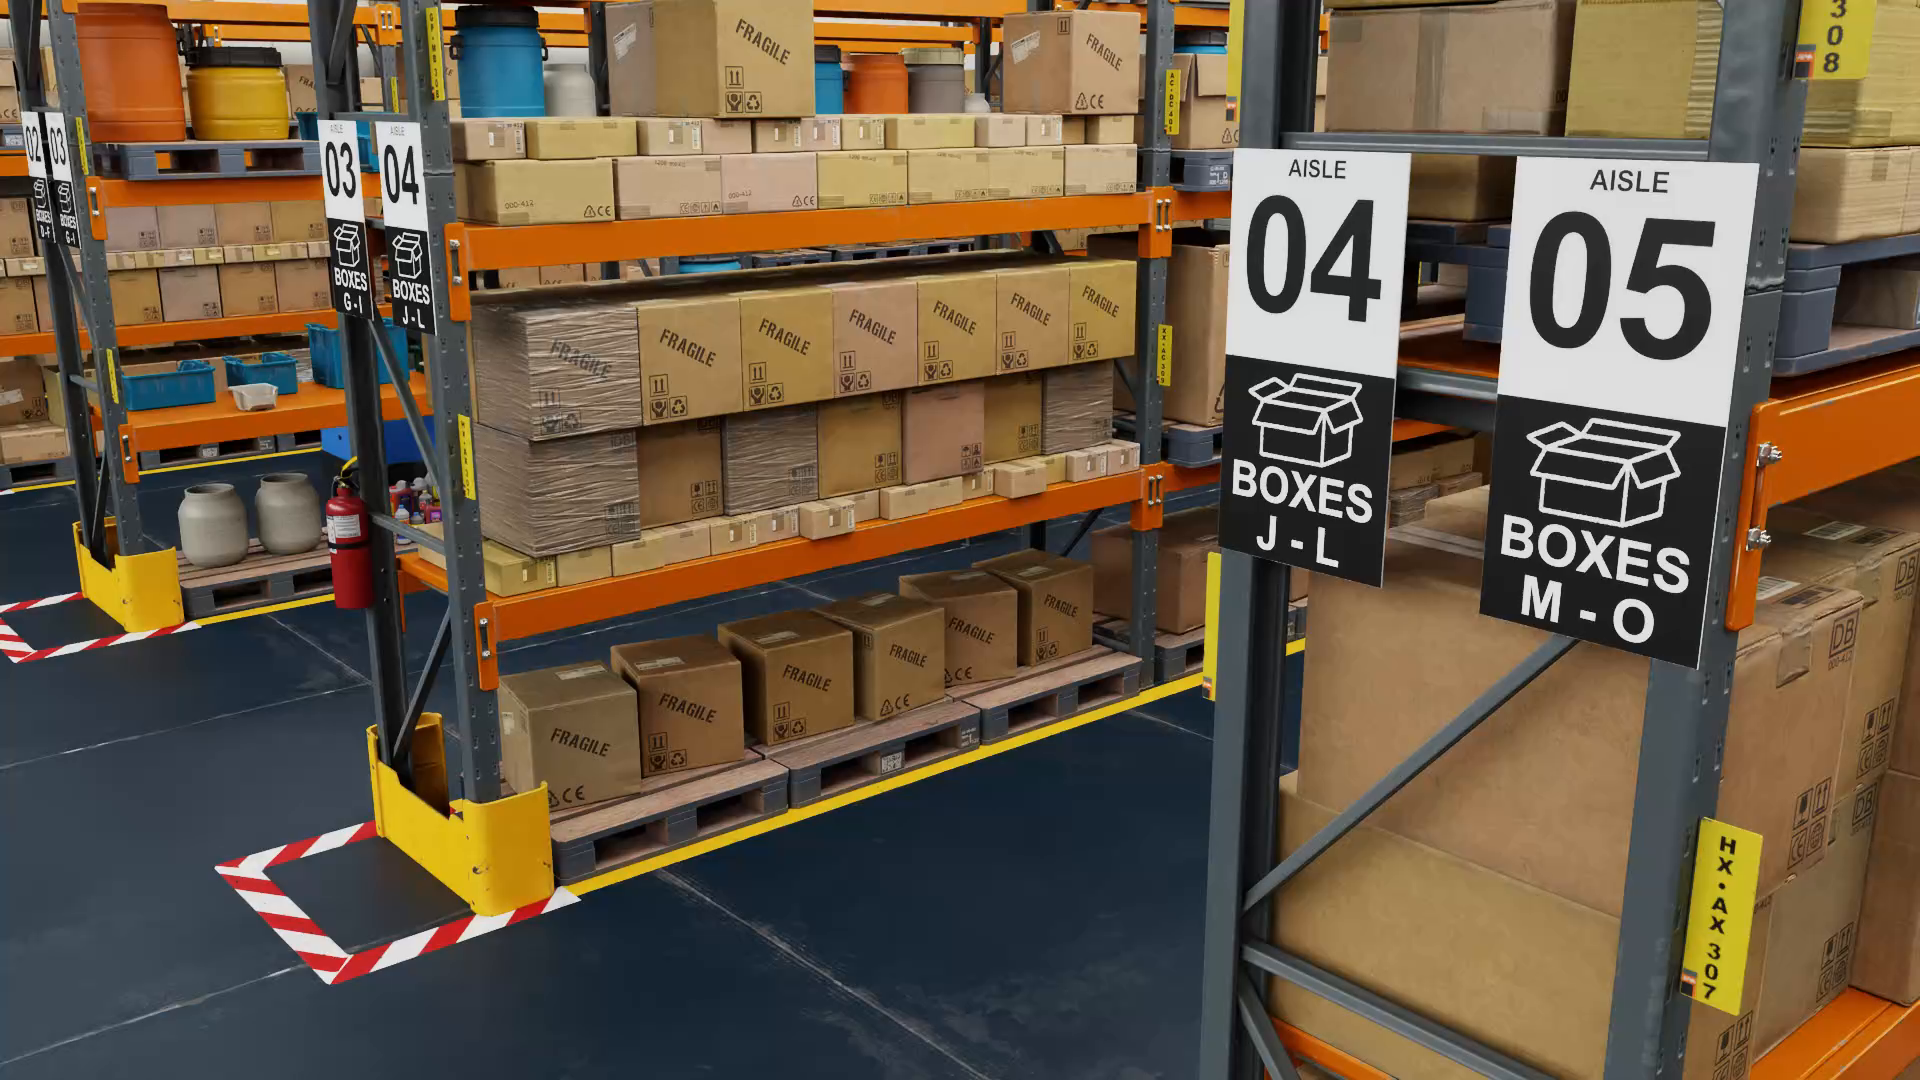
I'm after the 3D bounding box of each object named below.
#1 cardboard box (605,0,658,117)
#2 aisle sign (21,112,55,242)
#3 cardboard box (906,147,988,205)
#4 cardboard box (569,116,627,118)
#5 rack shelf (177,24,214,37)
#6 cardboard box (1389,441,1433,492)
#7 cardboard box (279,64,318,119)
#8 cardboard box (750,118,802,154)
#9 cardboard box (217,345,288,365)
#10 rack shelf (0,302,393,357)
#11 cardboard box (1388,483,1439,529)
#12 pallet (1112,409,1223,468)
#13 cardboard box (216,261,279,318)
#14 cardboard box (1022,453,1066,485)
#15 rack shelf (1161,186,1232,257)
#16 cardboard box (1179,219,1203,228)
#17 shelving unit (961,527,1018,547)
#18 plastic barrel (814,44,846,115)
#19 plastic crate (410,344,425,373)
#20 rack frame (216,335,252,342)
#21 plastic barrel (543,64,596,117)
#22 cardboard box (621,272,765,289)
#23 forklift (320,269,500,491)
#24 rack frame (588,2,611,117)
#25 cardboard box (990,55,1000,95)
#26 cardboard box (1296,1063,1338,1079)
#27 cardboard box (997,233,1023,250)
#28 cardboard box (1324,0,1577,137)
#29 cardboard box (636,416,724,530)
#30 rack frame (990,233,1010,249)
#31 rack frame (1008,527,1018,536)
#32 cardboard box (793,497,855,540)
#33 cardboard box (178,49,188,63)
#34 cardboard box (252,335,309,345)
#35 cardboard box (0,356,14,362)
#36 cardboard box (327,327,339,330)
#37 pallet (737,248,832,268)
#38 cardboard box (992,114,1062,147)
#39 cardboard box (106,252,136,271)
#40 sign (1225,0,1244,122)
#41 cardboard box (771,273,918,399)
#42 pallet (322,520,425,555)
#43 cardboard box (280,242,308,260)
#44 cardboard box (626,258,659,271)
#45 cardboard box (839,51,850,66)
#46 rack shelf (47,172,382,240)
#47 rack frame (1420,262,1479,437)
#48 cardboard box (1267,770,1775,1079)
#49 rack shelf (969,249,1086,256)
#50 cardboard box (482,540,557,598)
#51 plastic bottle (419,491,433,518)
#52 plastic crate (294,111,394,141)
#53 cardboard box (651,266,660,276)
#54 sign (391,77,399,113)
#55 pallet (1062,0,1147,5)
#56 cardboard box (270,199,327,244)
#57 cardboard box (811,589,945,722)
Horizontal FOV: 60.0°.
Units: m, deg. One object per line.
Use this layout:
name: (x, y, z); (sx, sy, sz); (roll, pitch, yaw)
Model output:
cardboard box: (-1.272, -2.204, 7.637); (0.500, 0.500, 0.500); (-13, 19, -39)
aisle sign: (-5.776, -2.275, 10.418); (0.004, 0.787, 0.394); (-13, 19, -39)
cardboard box: (-0.212, -1.762, 8.012); (0.500, 0.250, 0.500); (-13, 20, -40)
cardboard box: (-1.690, -1.823, 7.466); (0.250, 0.149, 0.380); (-13, 19, -39)
rack shelf: (-10.522, -5.790, 18.390); (4.000, 0.370, 1.077); (-13, 19, -39)
cardboard box: (2.880, -0.521, 11.425); (0.500, 0.250, 0.500); (-10, 18, -33)
cardboard box: (-6.311, -4.350, 16.132); (0.500, 0.500, 0.500); (-11, 18, -35)
cardboard box: (-0.913, -1.794, 7.360); (0.250, 0.149, 0.380); (-14, 20, -42)
cardboard box: (-6.724, -1.564, 15.854); (0.500, 0.500, 0.500); (-13, 19, -39)
rack shelf: (-7.267, -1.930, 15.556); (4.000, 0.370, 1.077); (-13, 19, -39)
cardboard box: (2.857, -0.156, 11.511); (0.700, 0.500, 0.500); (14, 20, 42)
pallet: (1.414, -0.695, 9.913); (1.213, 0.211, 1.003); (-13, 19, -39)
cardboard box: (-6.863, -2.413, 15.778); (0.500, 0.500, 0.700); (-12, 19, -39)
cardboard box: (0.350, -0.401, 8.925); (0.250, 0.149, 0.380); (-13, 19, -39)
rack shelf: (2.251, -2.127, 10.483); (4.000, 0.370, 1.077); (-13, 19, -39)
cardboard box: (3.135, -4.568, 23.847); (0.500, 0.500, 0.500); (-12, 19, -38)
shelving unit: (0.125, -1.042, 12.584); (0.503, 2.100, 0.431); (-13, 19, -39)
plastic barrel: (-1.281, -3.693, 13.978); (0.708, 0.901, 0.600); (-13, 19, -39)
plastic crate: (-3.719, -1.374, 12.491); (0.662, 0.188, 0.450); (-13, 19, -39)
rack frame: (-9.013, -3.580, 20.340); (0.127, 3.000, 1.000); (-13, 19, -39)
plastic barrel: (-2.963, -3.323, 12.534); (0.421, 0.512, 0.421); (0, 15, 0)
cardboard box: (-1.271, -0.996, 7.958); (0.500, 0.500, 0.500); (-13, 19, -39)
forklift: (-4.119, -2.060, 14.784); (3.031, 2.935, 1.130); (-12, 19, -38)
rack frame: (-2.509, -4.550, 12.345); (0.127, 3.000, 1.000); (-13, 19, -39)
cardboard box: (0.619, -6.042, 21.613); (0.500, 0.500, 0.700); (-13, 19, -39)
cardboard box: (1.372, 1.669, 3.992); (0.875, 0.875, 0.875); (-13, 19, -39)
cardboard box: (0.840, -4.053, 21.917); (0.500, 0.500, 0.500); (-12, 19, -38)
cardboard box: (1.090, -0.936, 3.334); (0.500, 0.250, 0.500); (-12, 19, -39)
cardboard box: (-1.544, -0.397, 7.655); (0.500, 0.500, 0.875); (-13, 19, -39)
rack frame: (0.277, -3.971, 21.805); (0.127, 3.000, 1.000); (-13, 19, -39)
rack frame: (0.309, -1.084, 12.739); (0.015, 2.100, 0.400); (-13, 19, -39)
cardboard box: (-0.709, -0.125, 7.893); (0.250, 0.149, 0.380); (-13, 19, -39)
cardboard box: (-9.213, -5.432, 19.293); (0.500, 0.500, 0.500); (14, 20, 42)
cardboard box: (-6.686, -1.749, 16.547); (0.500, 0.500, 0.500); (-13, 19, -39)
cardboard box: (-11.019, -2.012, 18.828); (0.500, 0.311, 0.500); (-11, 18, -35)
cardboard box: (-8.112, -2.810, 21.449); (0.500, 0.500, 0.700); (-13, 20, -40)
pallet: (-2.275, -3.330, 19.774); (1.003, 0.211, 1.213); (-13, 19, -39)
cardboard box: (0.292, -2.058, 8.348); (0.250, 0.149, 0.380); (-14, 20, -42)
cardboard box: (-7.561, -2.500, 14.846); (0.250, 0.149, 0.380); (-14, 20, -41)
sign: (0.558, -0.973, 3.207); (0.005, 0.325, 0.100); (-13, 19, -39)
cardboard box: (-0.551, -0.979, 7.894); (0.500, 0.500, 0.500); (-13, 19, -39)
pallet: (-3.964, 0.009, 12.306); (1.213, 0.211, 1.003); (-13, 19, -39)
cardboard box: (-6.404, -2.759, 15.816); (0.250, 0.149, 0.380); (-13, 20, -39)
cardboard box: (-3.543, -3.137, 18.854); (0.500, 0.311, 0.500); (-13, 20, -40)
cardboard box: (-1.638, -5.520, 19.658); (0.500, 0.500, 0.500); (-13, 19, -39)
rack shelf: (-4.018, -2.414, 11.557); (4.000, 0.370, 1.077); (-13, 19, -39)
rack frame: (3.759, -1.365, 12.046); (0.127, 3.000, 1.000); (-13, 19, -39)
cardboard box: (1.154, 0.829, 3.542); (0.550, 0.550, 0.875); (-13, 19, -39)
rack shelf: (1.786, -3.963, 23.167); (4.000, 0.370, 1.077); (-13, 19, -39)
cardboard box: (-1.904, 0.110, 7.012); (0.250, 0.149, 0.380); (-13, 19, -39)
plastic bottle: (-4.021, -0.270, 12.520); (0.097, 0.201, 0.097); (0, 15, 0)
plastic crate: (-4.286, -2.797, 11.626); (0.575, 0.384, 0.392); (-13, 19, -39)
cardboard box: (-3.238, -2.966, 18.529); (0.250, 0.149, 0.380); (-13, 19, -39)
sign: (-5.393, -4.246, 15.864); (0.005, 0.325, 0.100); (-13, 19, -39)
pallet: (1.072, -5.059, 15.393); (1.003, 0.211, 1.213); (-13, 19, -39)
cardboard box: (-6.469, -3.129, 15.944); (0.500, 0.500, 0.700); (-13, 20, -39)
cardboard box: (-0.430, 0.597, 8.733); (0.500, 0.500, 0.500); (14, 20, 42)
